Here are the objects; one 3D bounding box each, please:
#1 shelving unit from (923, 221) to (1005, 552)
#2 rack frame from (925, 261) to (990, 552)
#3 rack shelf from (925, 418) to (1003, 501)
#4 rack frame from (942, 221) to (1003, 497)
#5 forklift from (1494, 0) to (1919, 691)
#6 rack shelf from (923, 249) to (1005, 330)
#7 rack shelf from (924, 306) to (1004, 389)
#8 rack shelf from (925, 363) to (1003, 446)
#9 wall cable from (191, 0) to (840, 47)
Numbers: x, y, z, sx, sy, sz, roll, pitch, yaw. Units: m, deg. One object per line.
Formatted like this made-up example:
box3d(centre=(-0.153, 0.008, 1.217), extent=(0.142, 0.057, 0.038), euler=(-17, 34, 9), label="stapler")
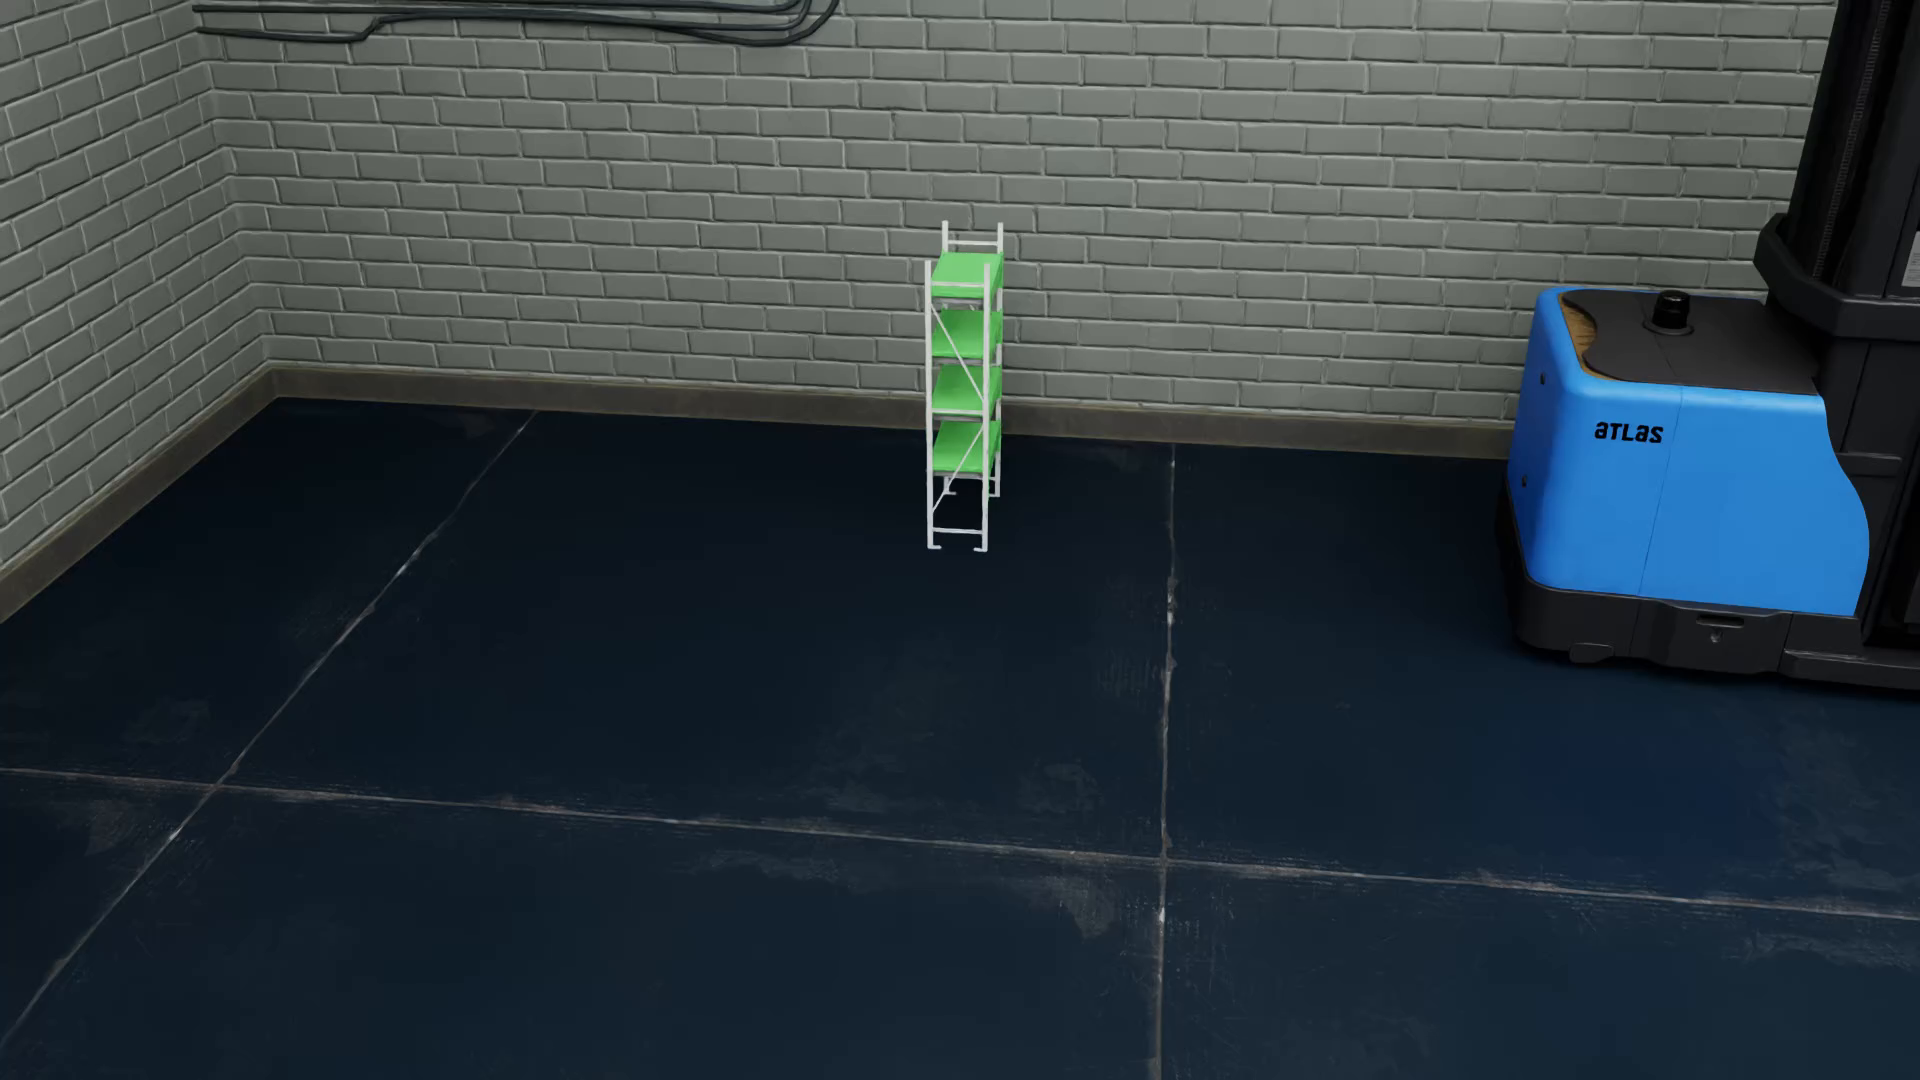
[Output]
box3d(centre=(0.020, -0.606, 6.610), extent=(0.258, 1.200, 0.503), euler=(3, 28, 6), label="shelving unit")
box3d(centre=(-0.010, -0.491, 6.397), extent=(0.240, 1.200, 0.015), euler=(3, 28, 6), label="rack frame")
box3d(centre=(0.020, -0.339, 6.754), extent=(0.258, 0.148, 0.480), euler=(3, 28, 6), label="rack shelf")
box3d(centre=(0.050, -0.721, 6.823), extent=(0.240, 1.200, 0.015), euler=(3, 28, 6), label="rack frame")
box3d(centre=(3.560, -0.953, 5.429), extent=(3.031, 2.935, 1.130), euler=(5, 29, 10), label="forklift")
box3d(centre=(0.020, -0.972, 6.413), extent=(0.258, 0.148, 0.480), euler=(3, 28, 6), label="rack shelf")
box3d(centre=(0.020, -0.761, 6.527), extent=(0.258, 0.148, 0.480), euler=(3, 28, 6), label="rack shelf")
box3d(centre=(0.020, -0.550, 6.640), extent=(0.258, 0.148, 0.480), euler=(3, 28, 6), label="rack shelf")
box3d(centre=(-1.969, -3.202, 6.479), extent=(3.097, 2.526, 0.112), euler=(3, 28, 6), label="wall cable")
